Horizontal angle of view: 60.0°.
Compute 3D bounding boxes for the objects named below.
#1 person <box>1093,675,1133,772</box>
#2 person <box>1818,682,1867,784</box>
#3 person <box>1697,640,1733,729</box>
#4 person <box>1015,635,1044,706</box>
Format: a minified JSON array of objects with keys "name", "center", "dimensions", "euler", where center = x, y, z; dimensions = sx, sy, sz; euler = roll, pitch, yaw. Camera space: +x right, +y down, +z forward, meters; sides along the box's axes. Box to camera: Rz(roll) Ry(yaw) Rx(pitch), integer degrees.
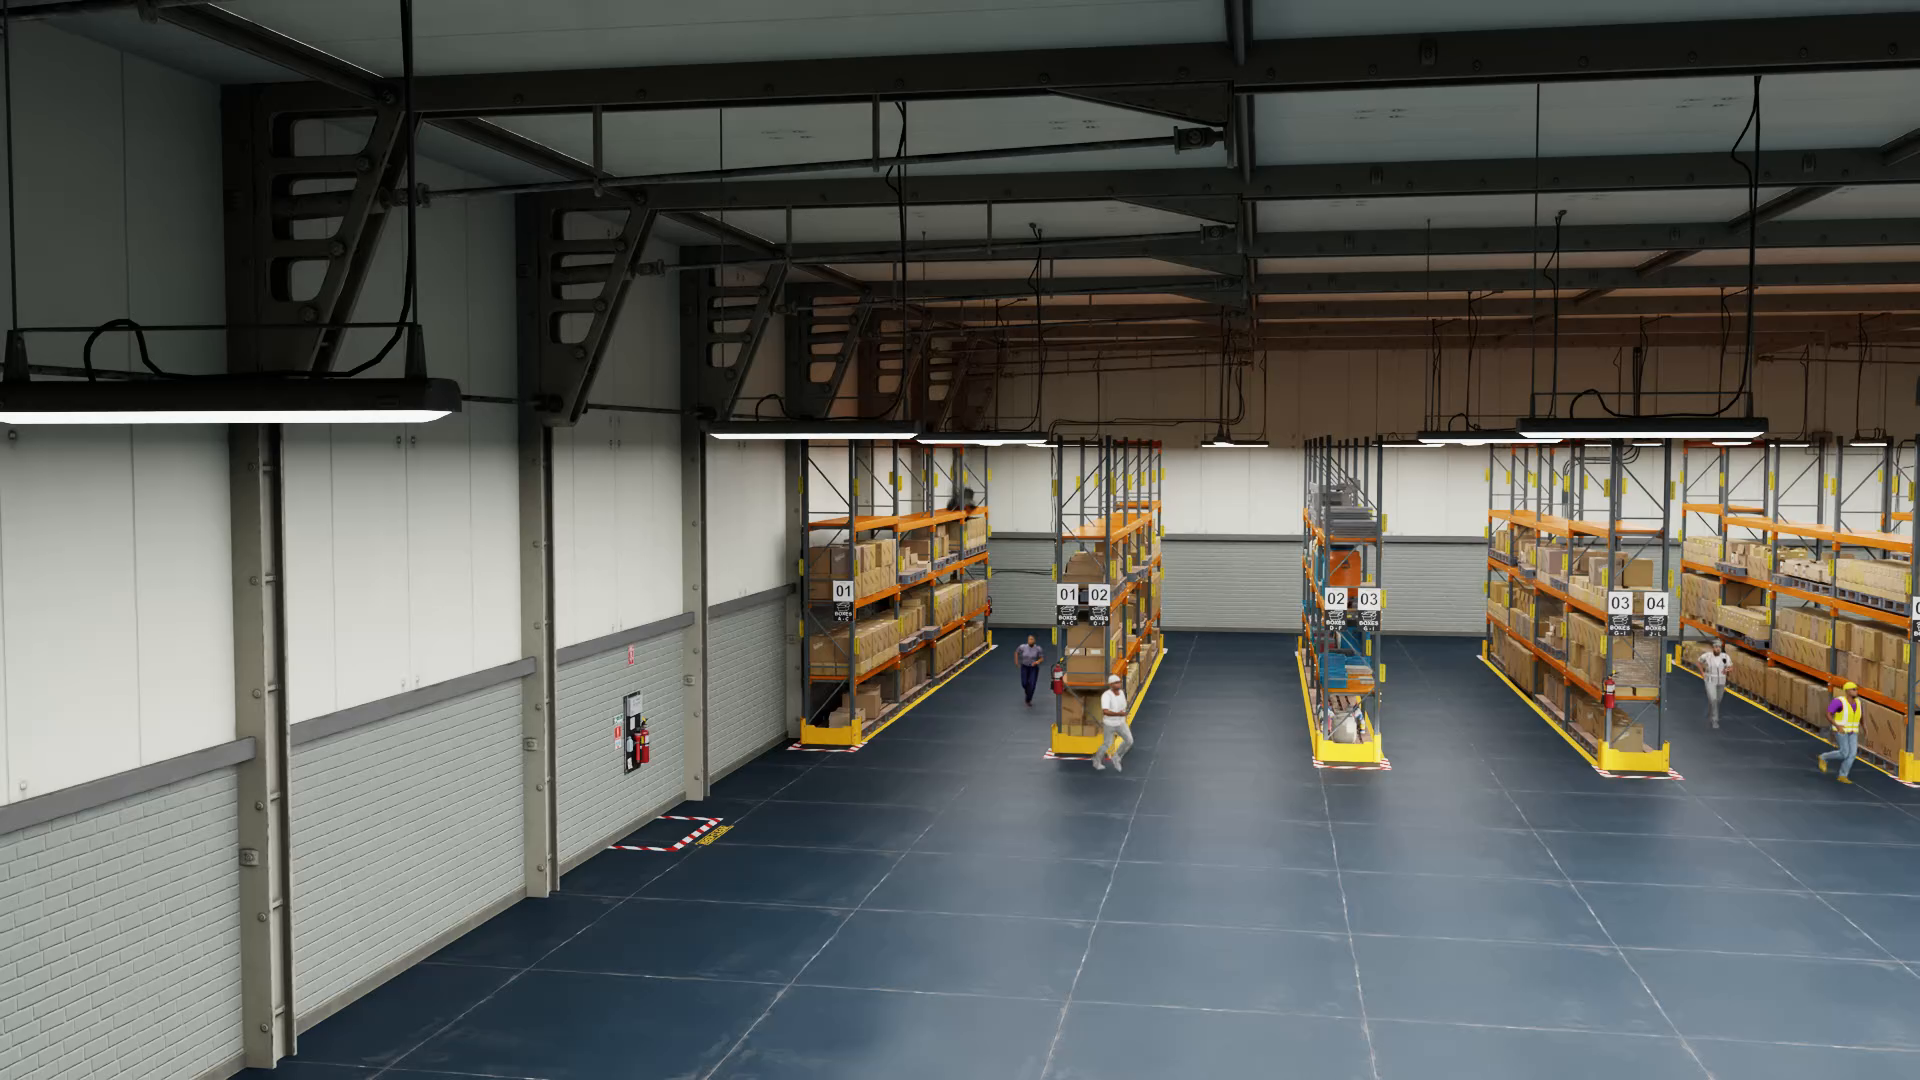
[{"name":"person","center":[2.752,3.242,29.444],"dimensions":[0.712,1.735,0.848],"euler":[-3,4,-40]},{"name":"person","center":[15.356,3.319,28.850],"dimensions":[0.727,1.733,0.676],"euler":[-1,3,-16]},{"name":"person","center":[15.722,2.982,34.575],"dimensions":[0.625,1.835,1.038],"euler":[0,3,3]},{"name":"person","center":[1.548,2.926,37.266],"dimensions":[0.645,1.600,0.625],"euler":[0,3,4]}]
